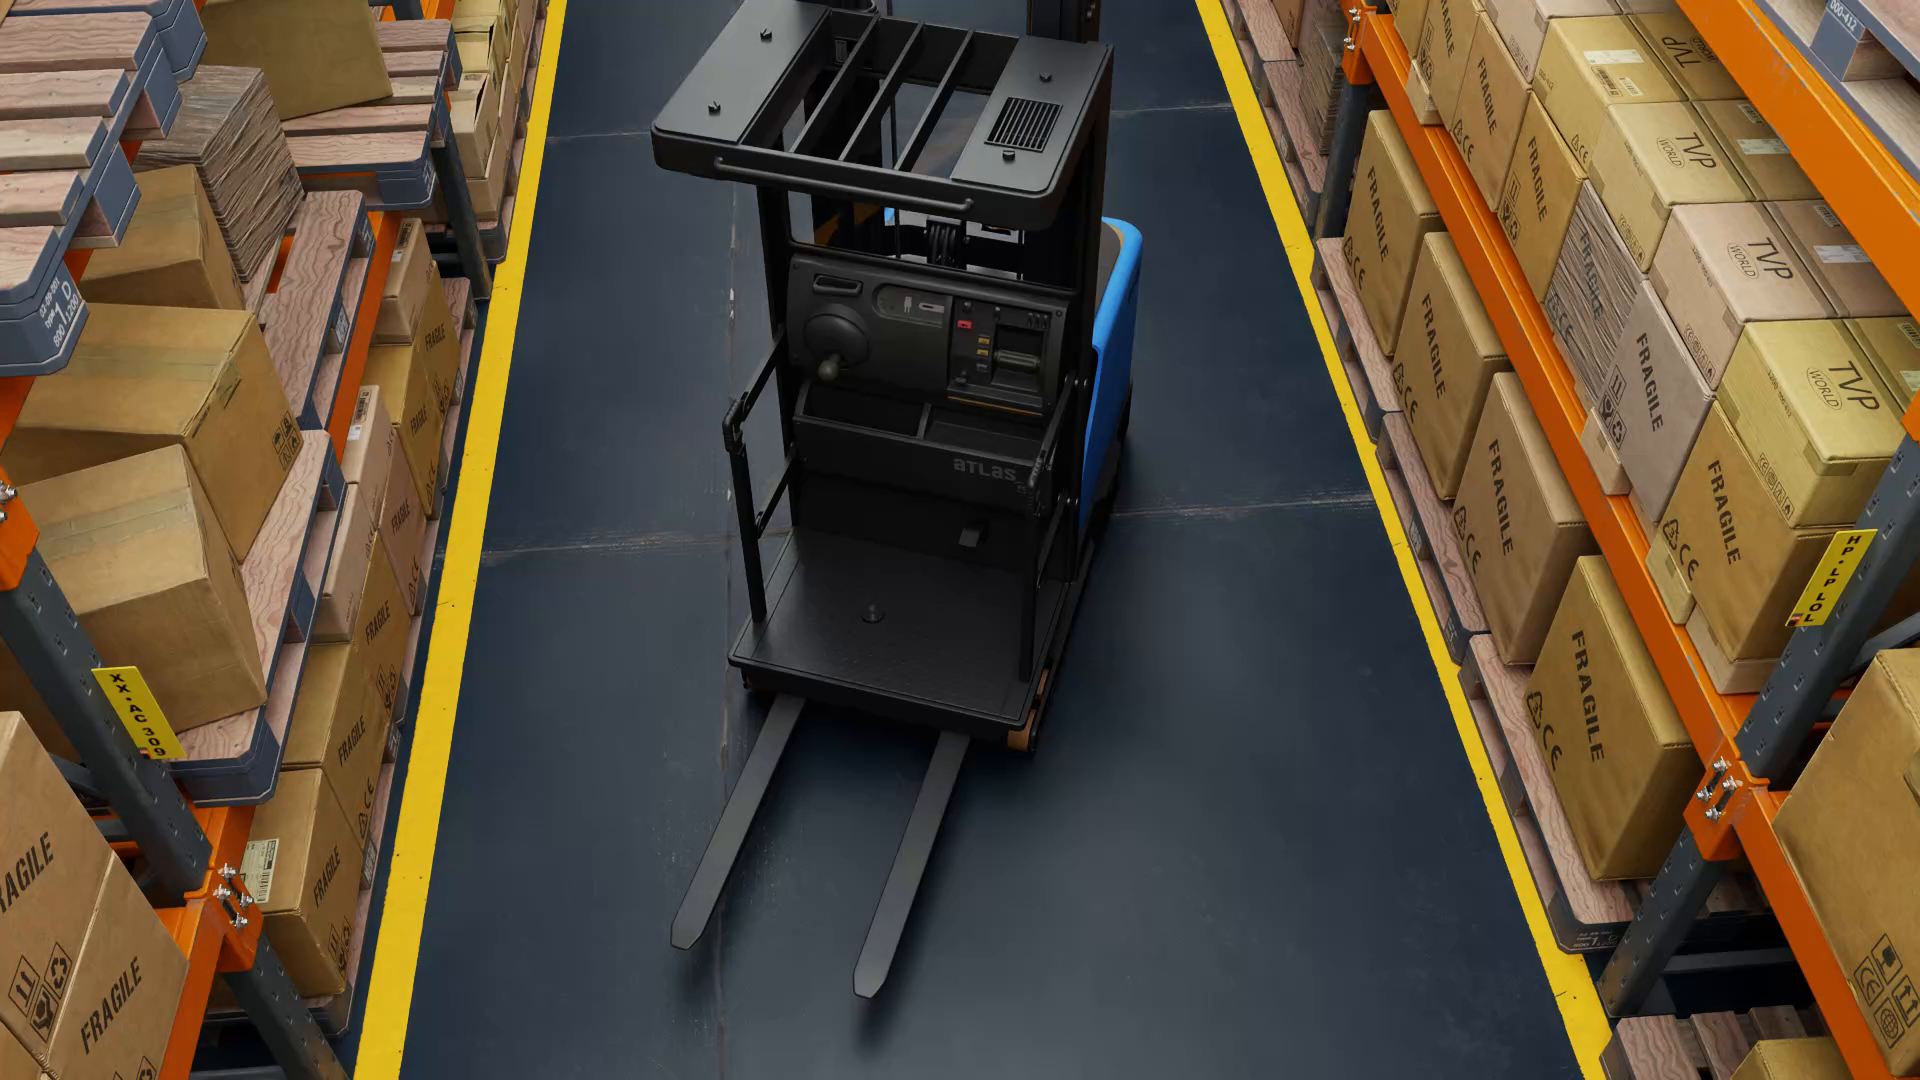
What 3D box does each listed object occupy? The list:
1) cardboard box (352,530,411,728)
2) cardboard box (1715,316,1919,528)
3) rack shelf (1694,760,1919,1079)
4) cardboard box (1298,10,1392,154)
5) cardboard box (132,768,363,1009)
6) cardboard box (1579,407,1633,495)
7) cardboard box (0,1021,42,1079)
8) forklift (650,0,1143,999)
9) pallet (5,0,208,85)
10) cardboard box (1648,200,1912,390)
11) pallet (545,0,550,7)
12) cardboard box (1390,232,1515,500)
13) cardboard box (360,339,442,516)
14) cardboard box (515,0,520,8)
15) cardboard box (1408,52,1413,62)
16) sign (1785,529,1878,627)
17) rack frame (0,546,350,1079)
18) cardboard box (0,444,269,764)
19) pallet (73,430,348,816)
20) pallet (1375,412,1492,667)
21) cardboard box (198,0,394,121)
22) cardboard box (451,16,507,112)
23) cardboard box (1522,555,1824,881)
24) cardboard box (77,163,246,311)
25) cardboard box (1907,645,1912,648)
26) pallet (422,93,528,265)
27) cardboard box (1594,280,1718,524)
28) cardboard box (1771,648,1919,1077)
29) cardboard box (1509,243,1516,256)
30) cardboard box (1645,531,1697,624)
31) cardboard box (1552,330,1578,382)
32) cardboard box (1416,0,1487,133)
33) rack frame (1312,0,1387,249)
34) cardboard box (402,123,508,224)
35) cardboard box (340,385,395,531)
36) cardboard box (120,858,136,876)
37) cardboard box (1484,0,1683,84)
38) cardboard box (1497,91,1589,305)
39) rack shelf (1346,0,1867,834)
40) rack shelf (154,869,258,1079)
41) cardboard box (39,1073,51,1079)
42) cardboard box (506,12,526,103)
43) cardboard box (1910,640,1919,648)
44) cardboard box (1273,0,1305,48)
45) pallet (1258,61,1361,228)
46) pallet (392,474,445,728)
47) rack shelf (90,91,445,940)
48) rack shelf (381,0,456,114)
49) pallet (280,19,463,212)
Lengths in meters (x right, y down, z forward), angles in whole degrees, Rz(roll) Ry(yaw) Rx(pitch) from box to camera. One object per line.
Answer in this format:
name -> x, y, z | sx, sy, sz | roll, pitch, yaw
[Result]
cardboard box -> -2.264, 0.323, 5.797 | 0.500, 0.500, 0.500 | -3, 47, -3
cardboard box -> 2.266, -0.301, 4.165 | 0.500, 0.250, 0.500 | -2, 47, -2
rack shelf -> 2.727, 2.117, 3.175 | 1.077, 0.370, 4.000 | -3, 47, -3
cardboard box -> 2.113, -2.281, 8.263 | 0.700, 0.500, 0.500 | -3, 47, -3
cardboard box -> -2.174, 1.070, 5.090 | 0.500, 0.500, 0.500 | -5, 47, -5
cardboard box -> 2.147, -0.284, 5.113 | 0.380, 0.149, 0.250 | -3, 47, -3
cardboard box -> -2.030, 1.069, 2.914 | 0.500, 0.500, 0.500 | -4, 47, -4
forklift -> -0.174, -0.568, 5.269 | 1.130, 2.935, 3.031 | 12, 48, 11
pallet -> -2.451, -1.467, 4.137 | 1.213, 0.211, 1.003 | -3, 47, -3
cardboard box -> 2.232, -0.672, 4.516 | 0.500, 0.250, 0.500 | -3, 47, -2
pallet -> -2.945, -3.572, 9.988 | 1.003, 0.211, 1.213 | -3, 47, -3
cardboard box -> 2.223, -0.703, 6.541 | 0.750, 0.750, 0.750 | -4, 47, -3
cardboard box -> -2.356, -0.423, 6.503 | 0.500, 0.500, 0.500 | -5, 47, -5
cardboard box -> -2.599, -3.077, 8.816 | 0.500, 0.311, 0.500 | -4, 47, -4
cardboard box -> 2.034, -1.957, 6.697 | 0.380, 0.149, 0.250 | -3, 47, -3
sign -> 2.020, 0.092, 3.854 | 0.100, 0.325, 0.005 | -3, 47, -3
rack frame -> -2.373, 0.726, 3.996 | 0.949, 2.616, 0.053 | -3, 47, -3
cardboard box -> -2.193, 0.191, 4.145 | 0.700, 0.500, 0.500 | -18, 49, -16
pallet -> -2.334, 0.208, 4.620 | 1.003, 0.211, 1.213 | -3, 47, -3
pallet -> 2.315, -0.057, 6.659 | 1.003, 0.211, 1.213 | -3, 47, -3
cardboard box -> -2.546, -1.898, 6.123 | 0.700, 0.500, 0.500 | -18, 49, -16
cardboard box -> -2.515, -2.336, 8.115 | 0.500, 0.311, 0.500 | -5, 47, -4
cardboard box -> 2.376, 0.555, 5.350 | 0.750, 0.750, 0.750 | -3, 47, -3
cardboard box -> -2.586, -0.727, 5.014 | 0.700, 0.500, 0.500 | -14, 48, -13
cardboard box -> 2.729, 0.248, 4.609 | 0.380, 0.149, 0.250 | -5, 47, -5
pallet -> -2.741, -1.807, 8.316 | 1.003, 0.211, 1.213 | -3, 47, -3
cardboard box -> 2.217, -0.408, 4.783 | 0.500, 0.500, 0.500 | -3, 47, -3
cardboard box -> 2.589, 0.713, 3.802 | 0.980, 0.700, 0.700 | -3, 47, -3
cardboard box -> 2.161, -1.031, 5.819 | 0.380, 0.149, 0.250 | -3, 47, -3
cardboard box -> 2.205, 0.093, 4.755 | 0.380, 0.149, 0.250 | -3, 47, -3
cardboard box -> 2.187, -0.647, 5.456 | 0.380, 0.149, 0.250 | -5, 47, -4
cardboard box -> 2.045, -1.869, 6.166 | 0.500, 0.500, 0.500 | -2, 47, -2
rack frame -> 2.225, -2.472, 7.025 | 1.000, 3.000, 0.127 | -3, 47, -3
cardboard box -> -2.462, -1.763, 7.959 | 0.500, 0.250, 0.500 | -4, 47, -3
cardboard box -> -2.300, -0.274, 5.846 | 0.500, 0.250, 0.500 | -4, 47, -4
cardboard box -> -2.703, 1.095, 5.066 | 0.500, 0.500, 0.500 | -4, 47, -4
cardboard box -> 2.097, -1.778, 5.564 | 0.500, 0.250, 0.500 | -3, 47, -3
cardboard box -> 2.137, -1.133, 5.470 | 0.500, 0.500, 0.500 | -2, 47, -2
rack shelf -> 2.392, -0.777, 5.916 | 1.077, 0.370, 4.000 | -3, 47, -3
rack shelf -> -2.209, 2.421, 2.887 | 1.077, 0.370, 4.000 | -3, 47, -3
cardboard box -> -2.034, 1.411, 3.279 | 0.500, 0.500, 0.500 | -2, 47, -2
cardboard box -> -2.555, -2.503, 8.659 | 0.500, 0.250, 0.500 | -5, 47, -4
cardboard box -> 2.772, -0.069, 4.462 | 0.500, 0.500, 0.500 | -5, 47, -5
cardboard box -> 2.116, -3.019, 8.961 | 0.700, 0.500, 0.500 | -4, 47, -4
pallet -> 2.161, -2.078, 8.573 | 1.003, 0.211, 1.213 | -3, 47, -3
pallet -> -2.587, 0.214, 6.402 | 1.003, 0.211, 1.213 | -3, 47, -3
rack shelf -> -2.544, -0.473, 5.628 | 1.077, 0.370, 4.000 | -3, 47, -3
rack shelf -> -2.879, -3.367, 8.369 | 1.077, 0.370, 4.000 | -3, 47, -3
pallet -> -2.584, -1.616, 6.346 | 1.213, 0.211, 1.003 | -3, 47, -3
